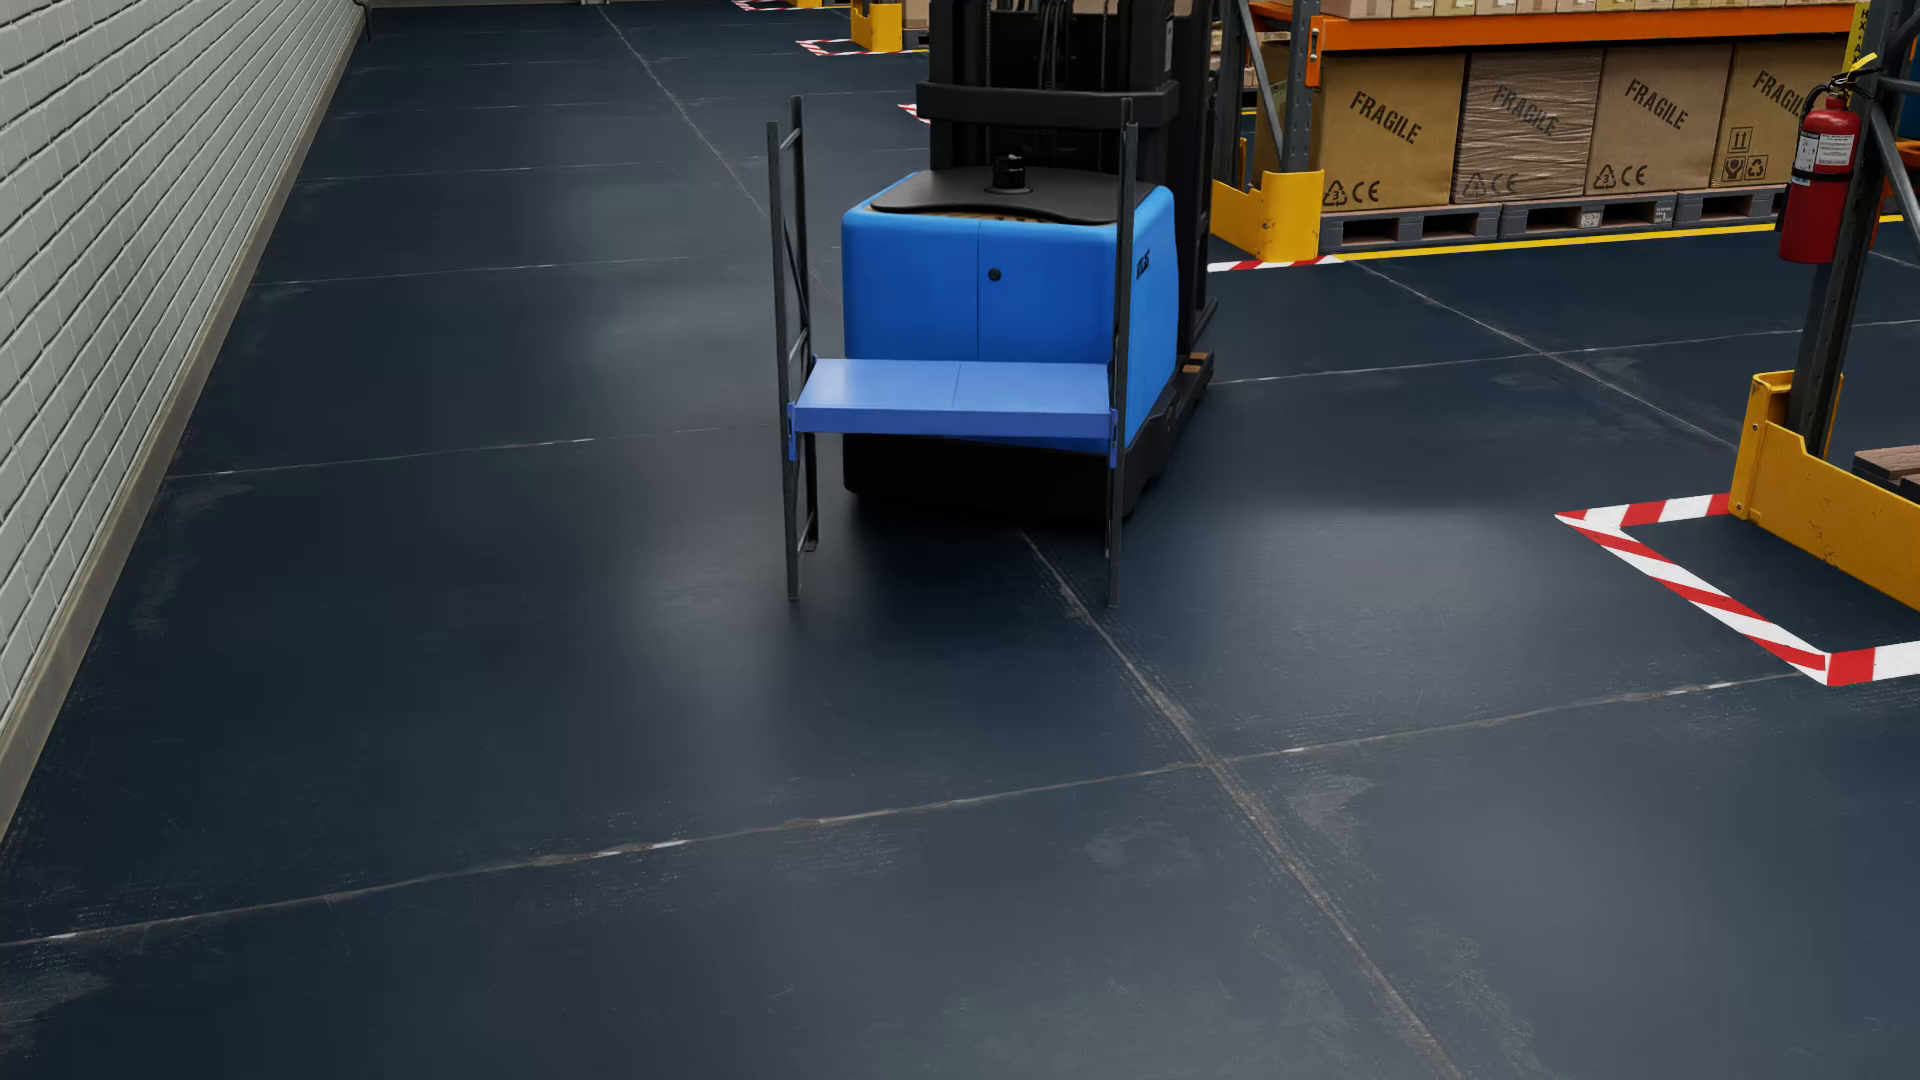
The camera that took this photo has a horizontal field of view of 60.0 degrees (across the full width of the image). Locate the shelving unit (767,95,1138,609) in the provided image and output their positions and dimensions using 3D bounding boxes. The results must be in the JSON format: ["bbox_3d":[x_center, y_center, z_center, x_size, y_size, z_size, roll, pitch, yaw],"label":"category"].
[{"bbox_3d":[-0.010,-0.581,5.202,1.048,1.500,0.538,1,23,3],"label":"shelving unit"}]

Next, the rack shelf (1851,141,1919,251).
[{"bbox_3d":[5.020,-1.184,5.617,4.000,0.370,1.077,-6,24,-14],"label":"rack shelf"}]

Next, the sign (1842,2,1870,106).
[{"bbox_3d":[2.931,-1.583,5.429,0.005,0.325,0.100,-6,24,-14],"label":"sign"}]

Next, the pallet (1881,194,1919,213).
[{"bbox_3d":[6.331,-2.437,11.162,1.213,0.211,1.003,-6,24,-14],"label":"pallet"}]

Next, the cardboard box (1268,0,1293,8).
[{"bbox_3d":[2.011,-3.229,9.790,0.250,0.149,0.380,-6,24,-13],"label":"cardboard box"}]

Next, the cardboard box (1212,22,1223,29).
[{"bbox_3d":[2.222,-4.504,14.772,0.250,0.149,0.380,-7,24,-16],"label":"cardboard box"}]

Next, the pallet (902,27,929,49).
[{"bbox_3d":[-0.171,-5.777,18.947,1.213,0.211,1.003,-6,24,-14],"label":"pallet"}]

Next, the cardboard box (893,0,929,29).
[{"bbox_3d":[-0.312,-6.068,18.804,0.875,0.438,0.875,-7,24,-16],"label":"cardboard box"}]

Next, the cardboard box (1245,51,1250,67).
[{"bbox_3d":[2.335,-4.216,14.477,0.250,0.149,0.380,-5,24,-12],"label":"cardboard box"}]

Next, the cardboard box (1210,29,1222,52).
[{"bbox_3d":[2.107,-4.296,14.285,0.250,0.149,0.380,-5,24,-12],"label":"cardboard box"}]

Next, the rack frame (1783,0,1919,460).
[{"bbox_3d":[3.095,-1.301,4.978,0.127,3.000,1.000,-6,24,-14],"label":"rack frame"}]

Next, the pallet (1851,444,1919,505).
[{"bbox_3d":[3.899,-0.093,5.699,1.213,0.211,1.003,-6,24,-14],"label":"pallet"}]

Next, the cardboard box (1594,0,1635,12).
[{"bbox_3d":[3.668,-3.143,9.590,0.250,0.149,0.380,-7,24,-16],"label":"cardboard box"}]

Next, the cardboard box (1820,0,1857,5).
[{"bbox_3d":[5.155,-3.308,9.974,0.250,0.149,0.380,-6,24,-13],"label":"cardboard box"}]

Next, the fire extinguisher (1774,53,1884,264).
[{"bbox_3d":[2.827,-1.251,5.432,0.183,0.674,0.296,-6,24,-14],"label":"fire extinguisher"}]

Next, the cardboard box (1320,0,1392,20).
[{"bbox_3d":[2.188,-2.979,9.207,0.250,0.149,0.380,-6,24,-14],"label":"cardboard box"}]

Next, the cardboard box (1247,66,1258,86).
[{"bbox_3d":[2.591,-4.062,14.497,0.250,0.149,0.380,-6,24,-14],"label":"cardboard box"}]

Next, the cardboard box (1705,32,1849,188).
[{"bbox_3d":[4.951,-2.784,10.597,0.875,0.875,0.875,-6,24,-14],"label":"cardboard box"}]

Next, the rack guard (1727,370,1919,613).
[{"bbox_3d":[3.075,-0.145,5.454,0.348,0.500,1.175,-6,24,-14],"label":"rack guard"}]

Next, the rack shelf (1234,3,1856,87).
[{"bbox_3d":[3.683,-3.064,9.999,4.000,0.370,1.077,-6,24,-14],"label":"rack shelf"}]

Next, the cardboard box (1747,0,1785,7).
[{"bbox_3d":[4.660,-3.253,9.846,0.250,0.149,0.380,-6,24,-13],"label":"cardboard box"}]

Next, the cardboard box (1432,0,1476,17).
[{"bbox_3d":[2.681,-3.034,9.335,0.250,0.149,0.380,-7,24,-16],"label":"cardboard box"}]

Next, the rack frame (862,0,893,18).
[{"bbox_3d":[-0.920,-6.944,18.129,0.127,3.000,1.000,-6,24,-14],"label":"rack frame"}]

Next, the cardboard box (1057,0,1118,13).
[{"bbox_3d":[1.436,-6.264,19.261,0.875,0.438,0.875,-7,24,-16],"label":"cardboard box"}]

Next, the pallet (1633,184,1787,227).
[{"bbox_3d":[4.855,-2.275,10.784,1.213,0.211,1.003,-6,24,-14],"label":"pallet"}]

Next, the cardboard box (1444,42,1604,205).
[{"bbox_3d":[3.228,-2.594,10.153,0.875,0.875,0.875,-6,24,-14],"label":"cardboard box"}]

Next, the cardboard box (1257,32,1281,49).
[{"bbox_3d":[2.589,-4.369,14.457,0.250,0.149,0.380,-6,24,-14],"label":"cardboard box"}]

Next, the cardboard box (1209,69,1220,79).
[{"bbox_3d":[2.068,-4.030,14.420,0.250,0.149,0.380,-6,24,-14],"label":"cardboard box"}]

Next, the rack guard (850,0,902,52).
[{"bbox_3d":[-0.943,-5.793,18.616,0.348,0.500,1.175,-6,24,-14],"label":"rack guard"}]

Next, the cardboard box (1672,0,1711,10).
[{"bbox_3d":[4.166,-3.198,9.718,0.250,0.149,0.380,-7,24,-15],"label":"cardboard box"}]

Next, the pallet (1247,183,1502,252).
[{"bbox_3d":[2.506,-2.015,10.178,1.213,0.211,1.003,-6,24,-14],"label":"pallet"}]

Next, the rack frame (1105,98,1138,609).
[{"bbox_3d":[0.497,-0.569,5.174,0.032,1.500,0.500,1,23,3],"label":"rack frame"}]

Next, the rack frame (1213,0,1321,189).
[{"bbox_3d":[1.757,-3.182,9.361,0.127,3.000,1.000,-6,24,-14],"label":"rack frame"}]

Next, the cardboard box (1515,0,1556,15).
[{"bbox_3d":[3.177,-3.089,9.463,0.250,0.149,0.380,-7,24,-15],"label":"cardboard box"}]

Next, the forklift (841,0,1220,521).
[{"bbox_3d":[0.487,-1.967,6.618,1.130,2.935,3.031,7,24,15],"label":"forklift"}]

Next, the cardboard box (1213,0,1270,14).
[{"bbox_3d":[3.507,-6.683,19.683,0.875,0.875,0.875,-6,24,-13],"label":"cardboard box"}]
